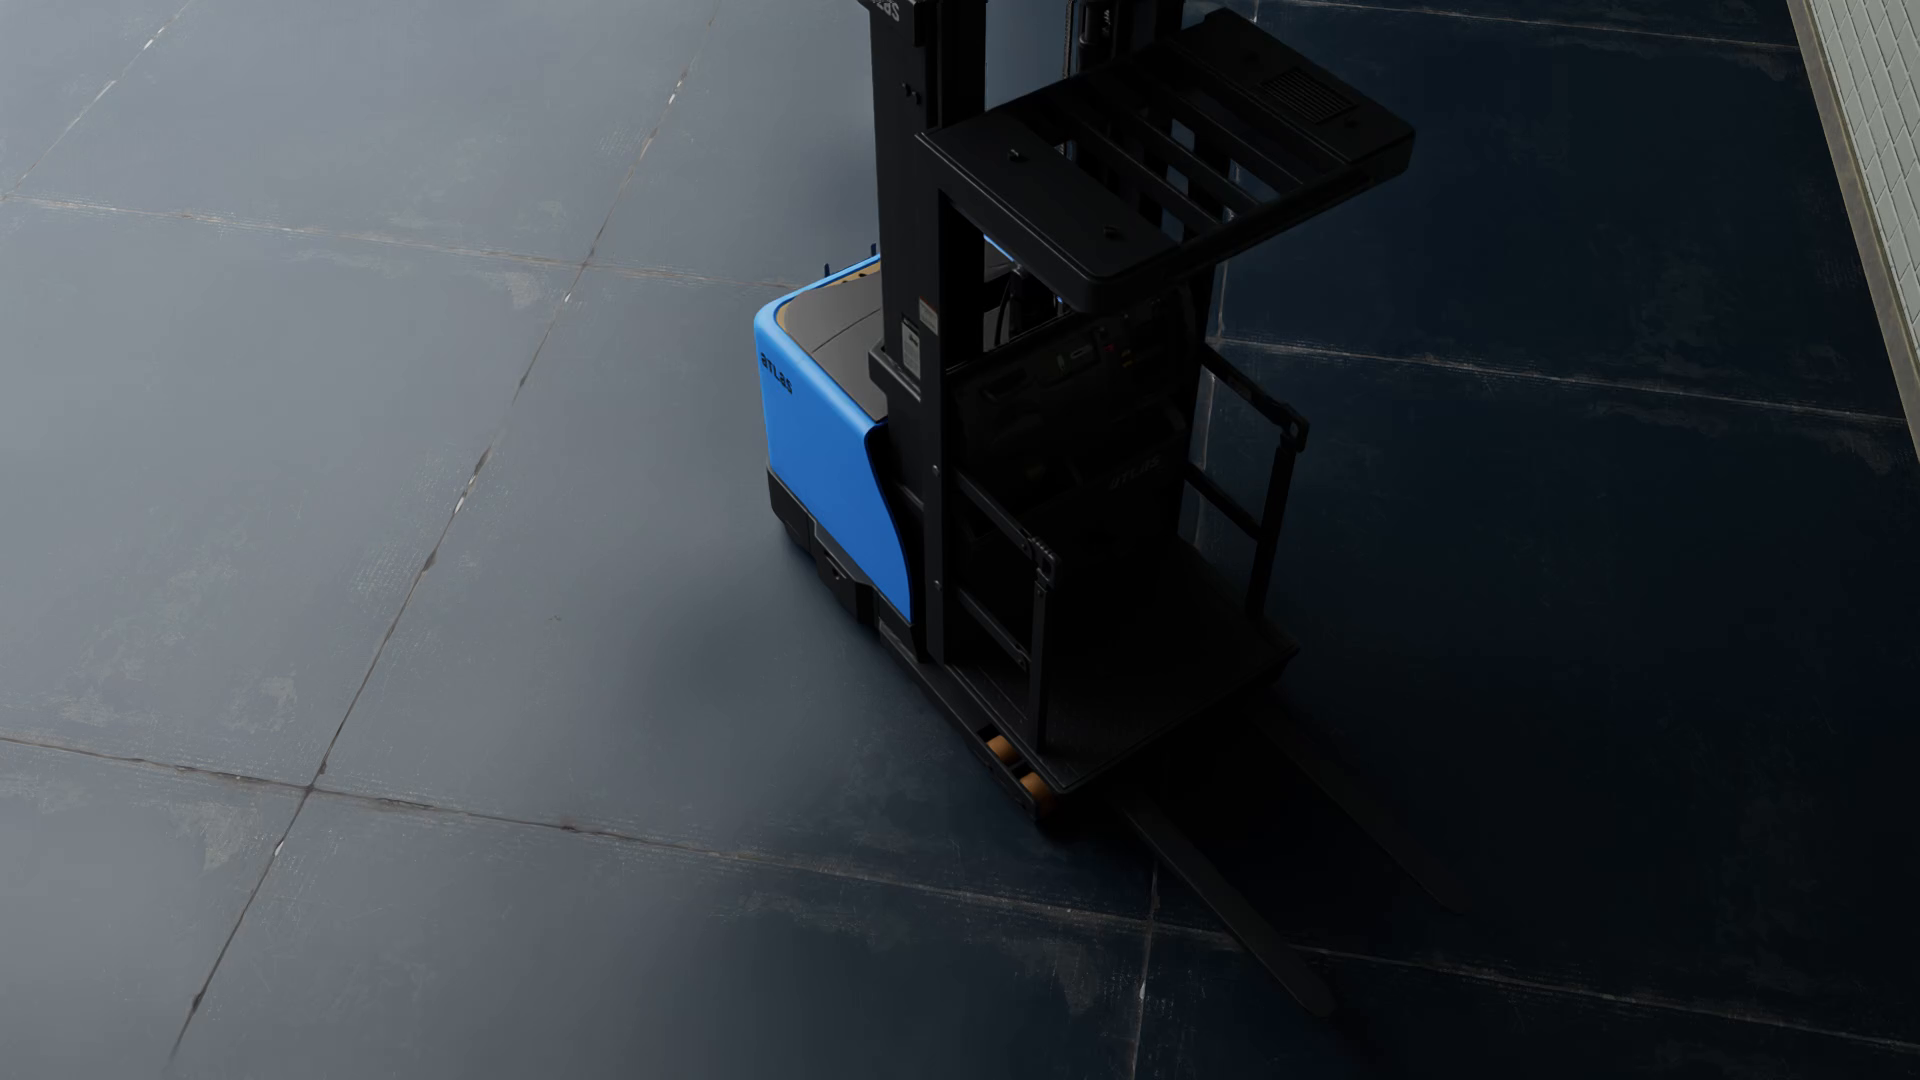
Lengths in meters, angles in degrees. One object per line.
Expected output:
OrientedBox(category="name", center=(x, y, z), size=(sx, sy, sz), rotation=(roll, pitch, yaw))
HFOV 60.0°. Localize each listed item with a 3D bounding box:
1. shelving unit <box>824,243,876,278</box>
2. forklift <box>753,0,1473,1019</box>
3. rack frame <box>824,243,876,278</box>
OrientedBox(category="shelving unit", center=(-0.372, -0.759, 6.799), size=(0.258, 0.900, 0.210), rotation=(-28, 54, -23))
OrientedBox(category="forklift", center=(0.500, -0.418, 5.127), size=(1.130, 2.935, 3.031), rotation=(-28, 54, -23))
OrientedBox(category="rack frame", center=(-0.432, -0.821, 6.854), size=(0.240, 0.900, 0.006), rotation=(-28, 54, -23))
